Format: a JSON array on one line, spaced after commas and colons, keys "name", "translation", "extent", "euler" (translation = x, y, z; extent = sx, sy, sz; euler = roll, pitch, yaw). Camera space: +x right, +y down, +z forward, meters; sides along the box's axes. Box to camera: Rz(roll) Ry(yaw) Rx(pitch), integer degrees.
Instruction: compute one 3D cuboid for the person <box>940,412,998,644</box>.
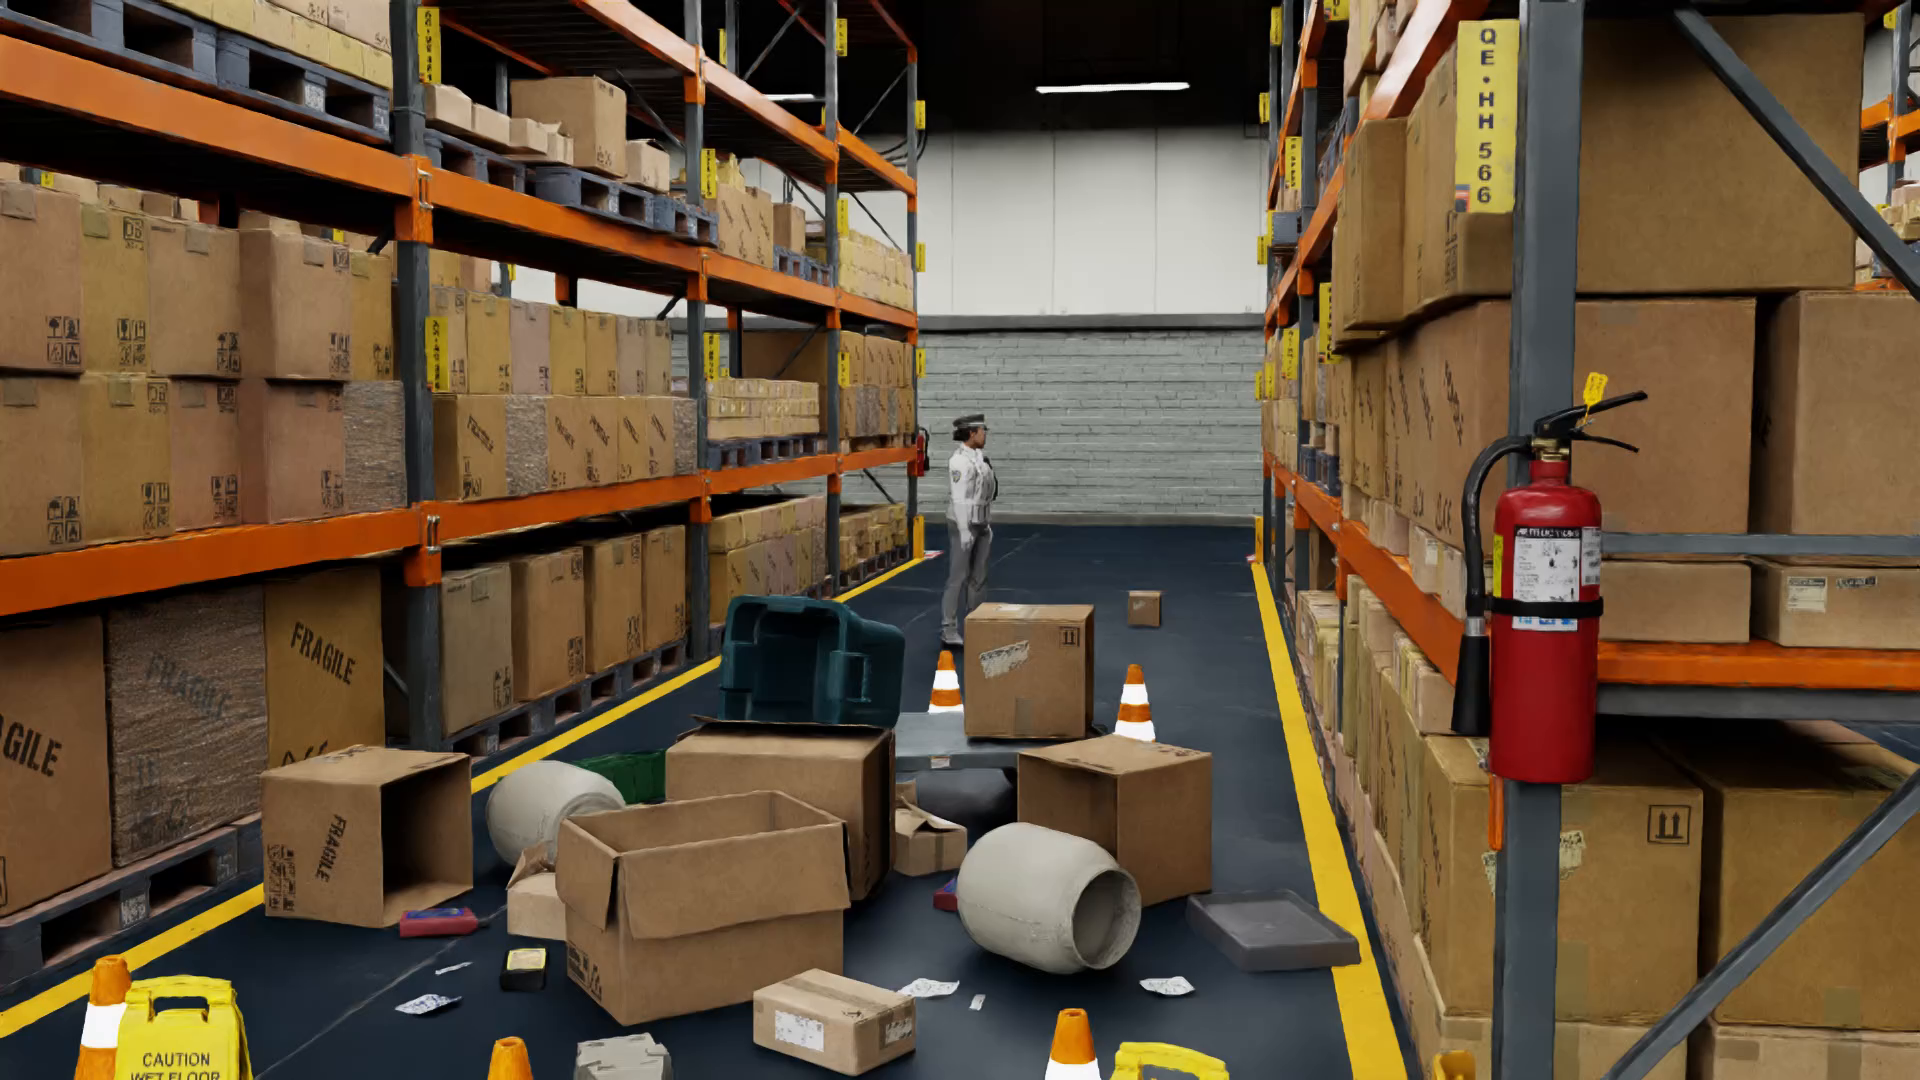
[{"name": "person", "translation": [0.084, -0.095, 12.195], "extent": [0.394, 1.678, 0.553], "euler": [2, 5, 25]}]
